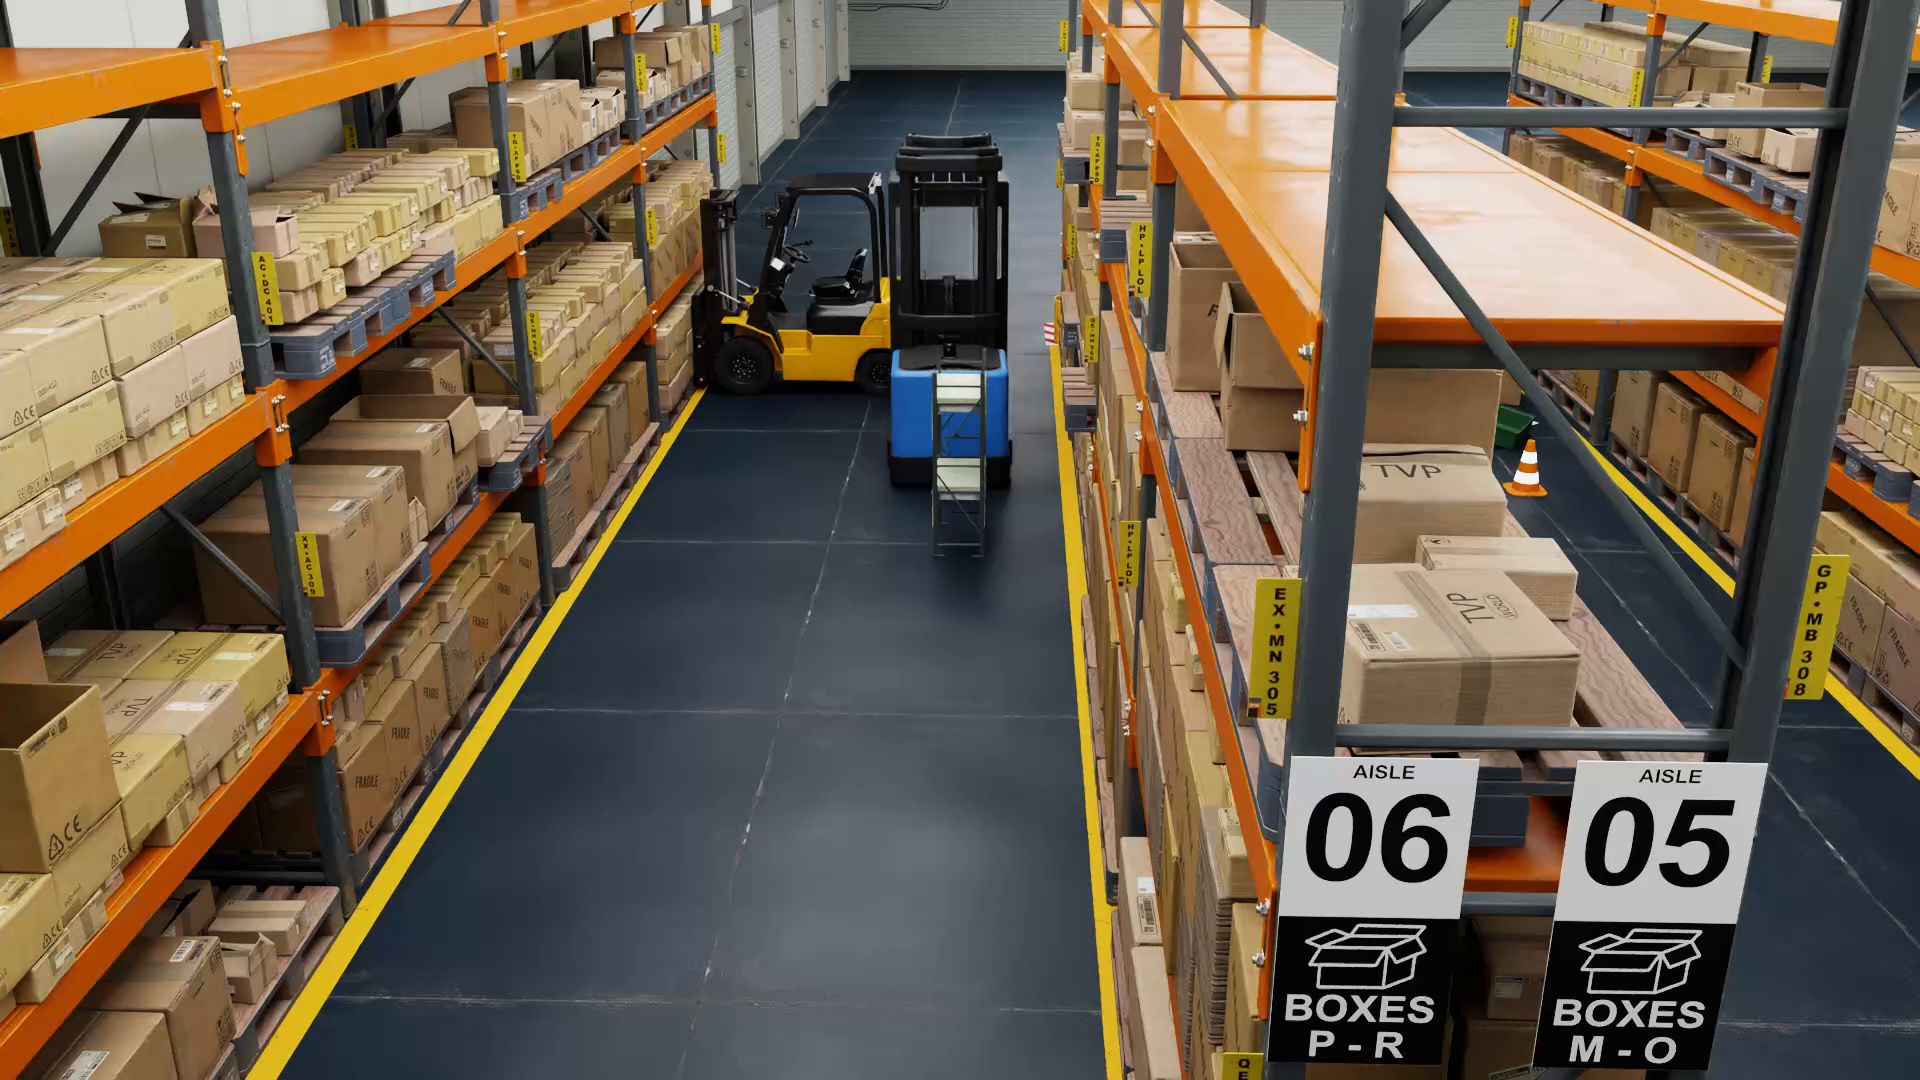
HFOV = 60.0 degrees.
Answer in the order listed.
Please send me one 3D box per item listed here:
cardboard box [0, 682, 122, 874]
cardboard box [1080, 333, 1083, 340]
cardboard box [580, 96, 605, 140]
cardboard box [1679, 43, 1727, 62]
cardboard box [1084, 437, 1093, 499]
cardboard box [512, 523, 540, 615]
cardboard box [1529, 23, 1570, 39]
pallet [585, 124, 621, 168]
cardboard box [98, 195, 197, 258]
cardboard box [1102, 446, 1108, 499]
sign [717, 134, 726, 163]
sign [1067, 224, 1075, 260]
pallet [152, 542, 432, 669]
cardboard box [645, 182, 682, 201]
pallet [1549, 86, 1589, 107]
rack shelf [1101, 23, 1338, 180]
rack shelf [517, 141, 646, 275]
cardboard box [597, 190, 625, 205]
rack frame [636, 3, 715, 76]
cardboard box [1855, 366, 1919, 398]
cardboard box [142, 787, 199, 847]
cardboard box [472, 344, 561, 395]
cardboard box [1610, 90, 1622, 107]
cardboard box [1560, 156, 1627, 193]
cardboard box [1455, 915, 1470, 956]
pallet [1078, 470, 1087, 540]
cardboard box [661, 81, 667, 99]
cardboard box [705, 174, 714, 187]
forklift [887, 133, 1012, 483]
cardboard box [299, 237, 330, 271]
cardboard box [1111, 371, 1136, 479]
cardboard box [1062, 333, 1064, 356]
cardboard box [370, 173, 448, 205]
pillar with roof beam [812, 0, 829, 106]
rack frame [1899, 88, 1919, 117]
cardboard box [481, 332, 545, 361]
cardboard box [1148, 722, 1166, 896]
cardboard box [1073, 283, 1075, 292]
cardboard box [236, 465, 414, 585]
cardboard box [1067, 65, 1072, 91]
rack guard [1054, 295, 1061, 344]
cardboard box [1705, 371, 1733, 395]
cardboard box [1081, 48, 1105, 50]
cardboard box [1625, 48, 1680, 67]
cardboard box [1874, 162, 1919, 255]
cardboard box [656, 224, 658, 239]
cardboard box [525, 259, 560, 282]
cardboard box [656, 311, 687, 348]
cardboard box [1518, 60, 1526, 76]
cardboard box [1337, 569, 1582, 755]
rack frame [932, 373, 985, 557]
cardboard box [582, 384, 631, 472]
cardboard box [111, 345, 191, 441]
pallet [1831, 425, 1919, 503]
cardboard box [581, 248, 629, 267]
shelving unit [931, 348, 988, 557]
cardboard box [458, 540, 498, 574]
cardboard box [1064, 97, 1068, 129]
[{"bbox_3d":[-3.423,0.842,5.971,0.500,0.500,0.500,1,21,3],"label":"cardboard box"},{"bbox_3d":[1.175,-1.733,13.615,0.380,0.149,0.250,1,21,4],"label":"cardboard box"},{"bbox_3d":[-3.188,-3.432,13.485,0.500,0.311,0.500,0,21,0],"label":"cardboard box"},{"bbox_3d":[6.892,-4.511,15.387,0.380,0.149,0.250,0,21,1],"label":"cardboard box"},{"bbox_3d":[1.524,-0.591,13.958,0.950,0.372,0.625,1,21,3],"label":"cardboard box"},{"bbox_3d":[-3.306,0.196,11.751,0.500,0.500,0.500,1,21,3],"label":"cardboard box"},{"bbox_3d":[6.311,-5.437,17.775,0.380,0.149,0.250,1,21,2],"label":"cardboard box"},{"bbox_3d":[-3.400,-3.365,14.172,0.805,0.209,1.217,0,21,-1],"label":"pallet"},{"bbox_3d":[-3.689,-1.449,7.615,0.396,0.266,0.258,0,21,1],"label":"cardboard box"},{"bbox_3d":[1.189,-0.445,10.737,0.500,0.250,0.500,0,21,0],"label":"cardboard box"},{"bbox_3d":[-2.722,-4.460,18.949,0.100,0.325,0.005,1,21,2],"label":"sign"},{"bbox_3d":[1.033,-2.728,15.217,0.100,0.325,0.005,1,21,2],"label":"sign"},{"bbox_3d":[-3.496,0.320,8.824,1.003,0.211,1.213,1,21,2],"label":"pallet"},{"bbox_3d":[-3.105,-3.622,17.271,0.380,0.149,0.250,1,21,2],"label":"cardboard box"},{"bbox_3d":[6.601,-4.396,16.688,1.003,0.211,1.213,1,21,2],"label":"pallet"},{"bbox_3d":[1.393,-2.427,8.891,1.077,0.370,4.000,1,21,2],"label":"rack shelf"},{"bbox_3d":[-3.447,-2.715,13.226,1.077,0.370,4.000,1,21,2],"label":"rack shelf"},{"bbox_3d":[-3.607,-3.444,16.812,0.380,0.149,0.250,0,21,1],"label":"cardboard box"},{"bbox_3d":[-3.264,-6.618,18.145,1.000,3.000,0.127,1,21,2],"label":"rack frame"},{"bbox_3d":[6.197,-1.047,11.024,0.380,0.149,0.250,1,21,2],"label":"cardboard box"},{"bbox_3d":[-3.371,1.129,6.820,0.380,0.149,0.250,0,21,1],"label":"cardboard box"},{"bbox_3d":[-3.225,-1.249,12.118,0.500,0.250,0.500,1,21,2],"label":"cardboard box"},{"bbox_3d":[6.225,-4.054,15.311,0.380,0.149,0.250,1,21,3],"label":"cardboard box"},{"bbox_3d":[6.634,-3.595,16.949,0.875,0.550,0.500,1,21,2],"label":"cardboard box"},{"bbox_3d":[1.435,0.981,4.436,0.380,0.149,0.250,1,21,3],"label":"cardboard box"},{"bbox_3d":[1.519,-0.298,14.004,1.003,0.211,1.213,1,21,2],"label":"pallet"},{"bbox_3d":[-3.046,-4.335,16.037,0.380,0.149,0.250,1,21,3],"label":"cardboard box"},{"bbox_3d":[-2.995,-4.042,18.763,0.380,0.149,0.250,1,21,2],"label":"cardboard box"},{"bbox_3d":[-0.107,-2.346,15.524,1.130,2.935,3.031,0,21,-1],"label":"forklift"},{"bbox_3d":[-3.245,-1.345,7.919,0.380,0.149,0.250,1,21,3],"label":"cardboard box"},{"bbox_3d":[1.139,-0.664,9.572,0.500,0.500,0.500,1,21,2],"label":"cardboard box"},{"bbox_3d":[1.373,-2.208,18.295,0.500,0.250,0.500,1,21,4],"label":"cardboard box"},{"bbox_3d":[-3.257,-2.076,9.831,0.380,0.149,0.250,0,21,0],"label":"cardboard box"},{"bbox_3d":[0.847,-15.006,39.764,9.100,9.000,0.400,1,21,2],"label":"pillar with roof beam"},{"bbox_3d":[6.405,-3.654,10.506,1.000,3.000,0.127,1,21,2],"label":"rack frame"},{"bbox_3d":[-3.204,-1.389,11.928,0.380,0.149,0.250,1,21,3],"label":"cardboard box"},{"bbox_3d":[1.015,1.053,6.530,0.500,0.500,0.500,1,21,2],"label":"cardboard box"},{"bbox_3d":[1.281,-2.414,15.951,0.380,0.149,0.250,1,21,3],"label":"cardboard box"},{"bbox_3d":[-3.375,-0.084,8.881,0.700,0.500,0.500,1,21,2],"label":"cardboard box"},{"bbox_3d":[1.391,-4.874,17.593,0.500,0.250,0.500,0,21,1],"label":"cardboard box"},{"bbox_3d":[1.695,-2.575,19.474,1.175,0.500,0.348,1,21,2],"label":"rack guard"},{"bbox_3d":[6.182,-1.431,12.931,0.500,0.500,0.500,0,21,1],"label":"cardboard box"},{"bbox_3d":[1.491,-5.203,17.890,0.380,0.149,0.250,1,21,1],"label":"cardboard box"},{"bbox_3d":[6.219,-4.335,14.933,0.380,0.149,0.250,0,21,1],"label":"cardboard box"},{"bbox_3d":[6.121,-2.099,10.506,0.500,0.500,0.500,1,21,2],"label":"cardboard box"},{"bbox_3d":[-3.107,-2.930,15.898,0.380,0.149,0.250,1,21,3],"label":"cardboard box"},{"bbox_3d":[-3.667,-2.320,14.326,0.380,0.149,0.250,0,21,1],"label":"cardboard box"},{"bbox_3d":[-3.032,-2.111,16.661,0.500,0.250,0.500,1,21,2],"label":"cardboard box"},{"bbox_3d":[6.317,-5.153,18.145,0.380,0.149,0.250,1,21,2],"label":"cardboard box"},{"bbox_3d":[1.134,0.283,3.995,0.500,0.250,0.500,-1,21,-3],"label":"cardboard box"},{"bbox_3d":[-0.011,-0.569,12.923,0.400,1.500,0.023,1,21,2],"label":"rack frame"},{"bbox_3d":[-3.422,-0.994,14.647,0.875,0.625,0.625,0,21,1],"label":"cardboard box"},{"bbox_3d":[-3.399,-0.584,6.537,0.500,0.250,0.500,0,21,0],"label":"cardboard box"},{"bbox_3d":[6.489,-0.509,10.959,1.213,0.211,1.003,1,21,2],"label":"pallet"},{"bbox_3d":[-3.164,-2.504,14.801,0.380,0.149,0.250,0,21,1],"label":"cardboard box"},{"bbox_3d":[0.000,-0.702,13.264,0.431,1.500,0.755,1,21,2],"label":"shelving unit"},{"bbox_3d":[-3.299,0.114,11.067,0.380,0.149,0.250,0,21,0],"label":"cardboard box"},{"bbox_3d":[1.157,-3.639,14.241,0.500,0.250,0.500,0,21,0],"label":"cardboard box"}]
